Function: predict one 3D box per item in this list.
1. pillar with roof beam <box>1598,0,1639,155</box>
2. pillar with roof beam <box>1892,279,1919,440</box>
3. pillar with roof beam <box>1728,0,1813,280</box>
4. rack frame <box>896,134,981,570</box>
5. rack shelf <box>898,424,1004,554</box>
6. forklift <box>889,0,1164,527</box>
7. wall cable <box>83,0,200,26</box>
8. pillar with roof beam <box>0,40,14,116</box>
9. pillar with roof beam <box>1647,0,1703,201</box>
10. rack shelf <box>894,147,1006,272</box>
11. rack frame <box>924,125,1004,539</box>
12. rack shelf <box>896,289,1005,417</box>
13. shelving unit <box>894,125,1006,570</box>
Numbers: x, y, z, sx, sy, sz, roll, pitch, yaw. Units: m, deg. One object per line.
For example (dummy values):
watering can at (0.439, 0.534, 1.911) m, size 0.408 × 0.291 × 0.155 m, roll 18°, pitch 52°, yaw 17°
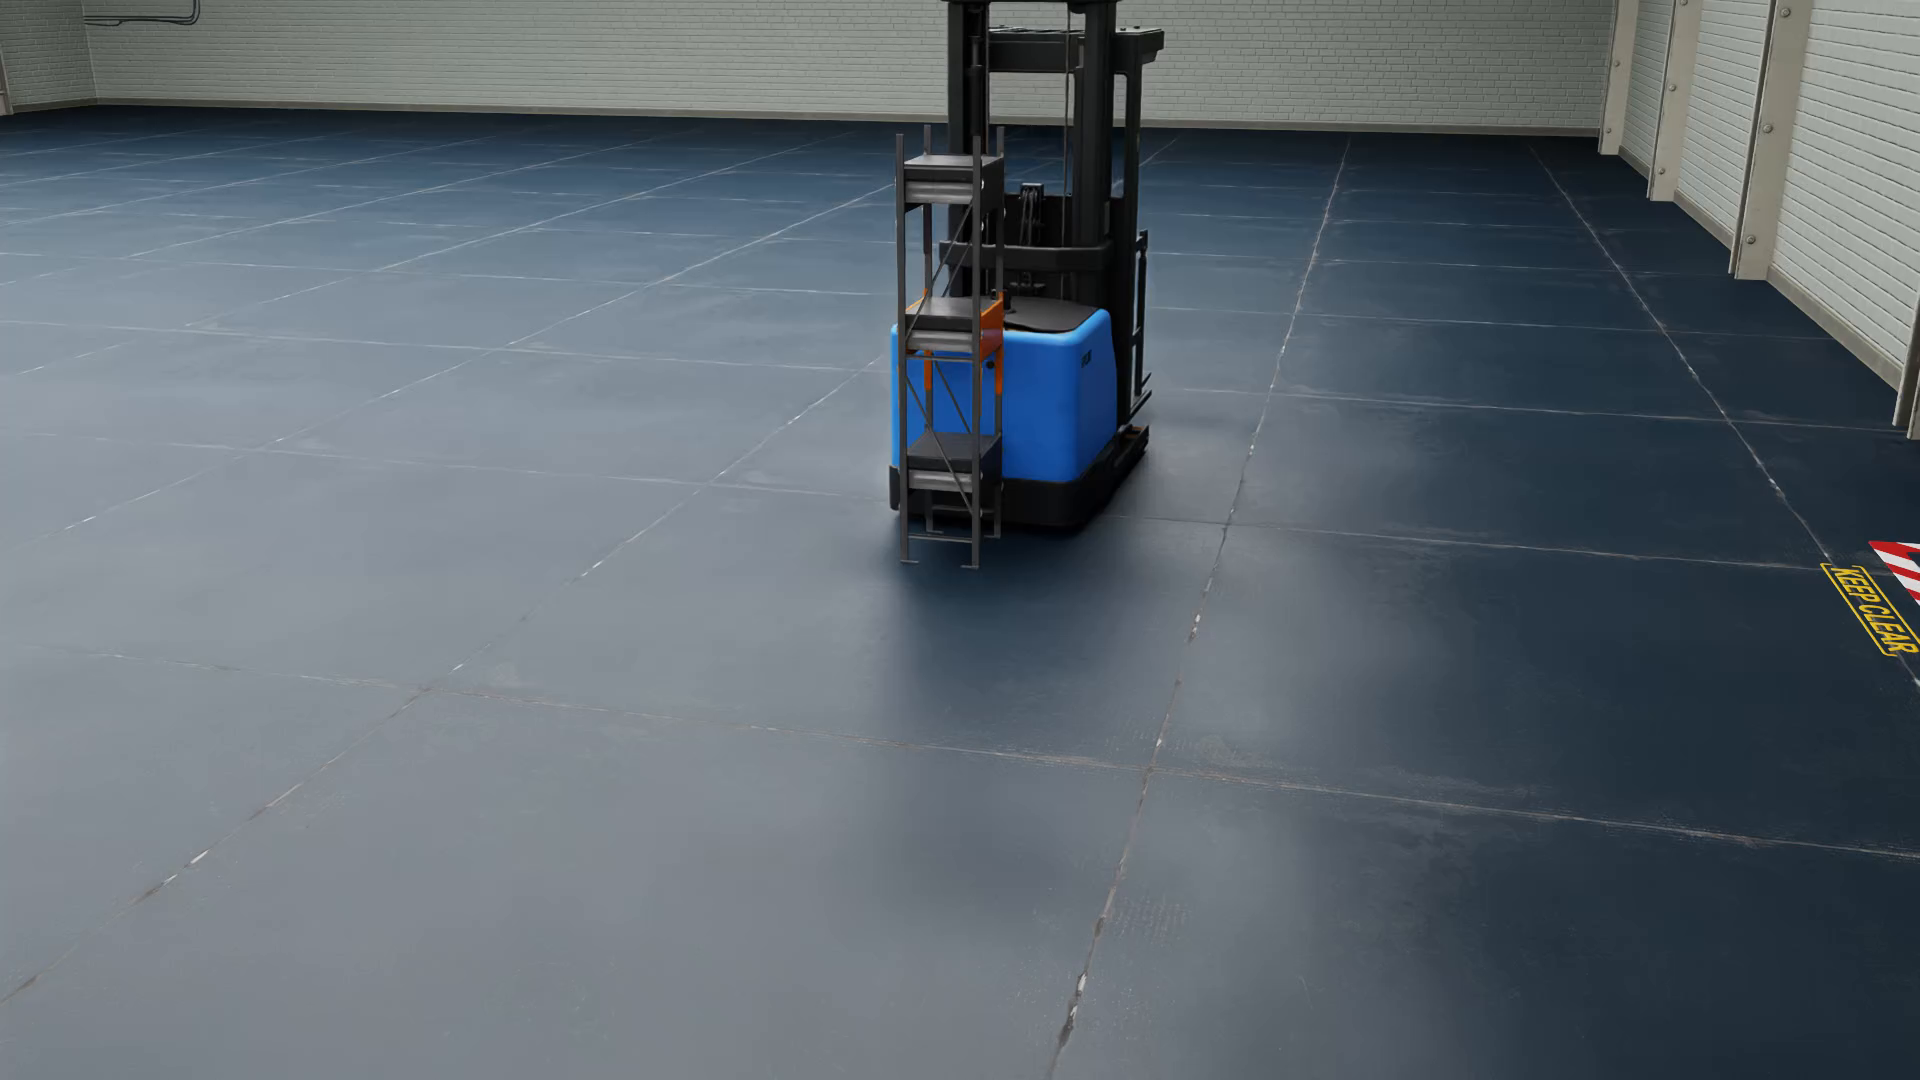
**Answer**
pillar with roof beam at (6.453, -10.932, 26.772) m, size 9.100 × 9.000 × 0.400 m, roll 5°, pitch 19°, yaw 13°
pillar with roof beam at (2.055, -5.291, 10.255) m, size 9.100 × 9.000 × 0.400 m, roll 5°, pitch 19°, yaw 13°
pillar with roof beam at (3.521, -7.171, 15.761) m, size 9.100 × 9.000 × 0.400 m, roll 5°, pitch 19°, yaw 13°
rack frame at (-0.100, -0.865, 7.972) m, size 0.400 × 2.100 × 0.015 m, roll 5°, pitch 19°, yaw 13°
rack shelf at (-0.040, -0.266, 8.427) m, size 0.431 × 0.518 × 0.480 m, roll 5°, pitch 19°, yaw 13°
forklift at (0.538, -1.896, 9.704) m, size 1.130 × 2.935 × 3.031 m, roll 6°, pitch 20°, yaw 16°
wall cable at (-17.916, -12.430, 35.960) m, size 3.097 × 2.526 × 0.112 m, roll 5°, pitch 19°, yaw 13°
pillar with roof beam at (-15.743, -12.740, 32.065) m, size 9.100 × 9.000 × 0.400 m, roll 5°, pitch 19°, yaw 13°
pillar with roof beam at (4.987, -9.052, 21.266) m, size 9.100 × 9.000 × 0.400 m, roll 5°, pitch 19°, yaw 13°
rack shelf at (-0.040, -1.591, 7.974) m, size 0.431 × 0.518 × 0.480 m, roll 5°, pitch 19°, yaw 13°
rack frame at (0.019, -1.018, 8.420) m, size 0.400 × 2.100 × 0.015 m, roll 5°, pitch 19°, yaw 13°
rack shelf at (-0.040, -0.929, 8.201) m, size 0.431 × 0.518 × 0.480 m, roll 5°, pitch 19°, yaw 13°
shelving unit at (-0.040, -0.942, 8.196) m, size 0.431 × 2.100 × 0.503 m, roll 5°, pitch 19°, yaw 13°
